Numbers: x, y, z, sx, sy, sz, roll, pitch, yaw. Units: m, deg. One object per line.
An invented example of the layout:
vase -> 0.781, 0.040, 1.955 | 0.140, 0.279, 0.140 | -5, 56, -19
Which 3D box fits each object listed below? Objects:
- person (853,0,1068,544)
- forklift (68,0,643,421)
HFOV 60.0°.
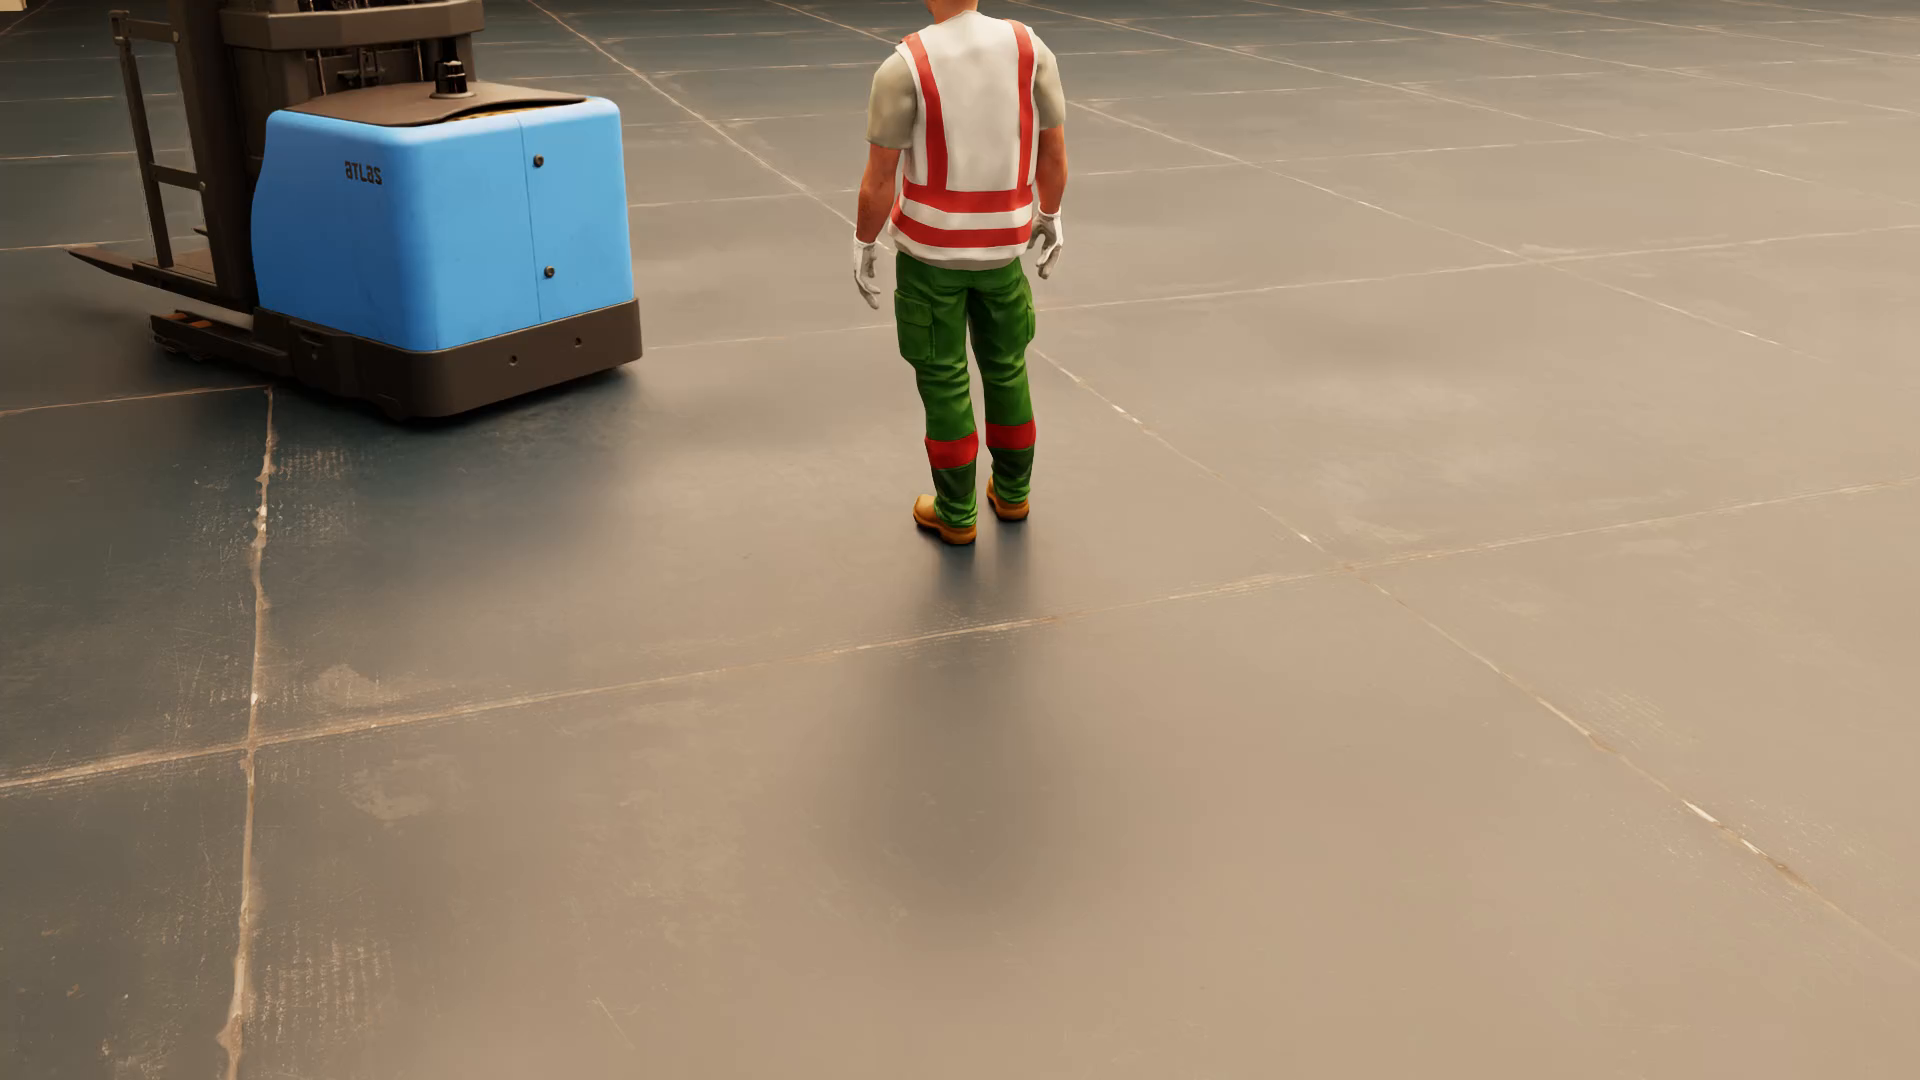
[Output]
person -> -0.016, -0.863, 4.804 | 0.637, 1.790, 0.562 | -8, 24, -18
forklift -> -2.738, -2.227, 6.594 | 3.031, 2.935, 1.130 | 17, 28, 35
